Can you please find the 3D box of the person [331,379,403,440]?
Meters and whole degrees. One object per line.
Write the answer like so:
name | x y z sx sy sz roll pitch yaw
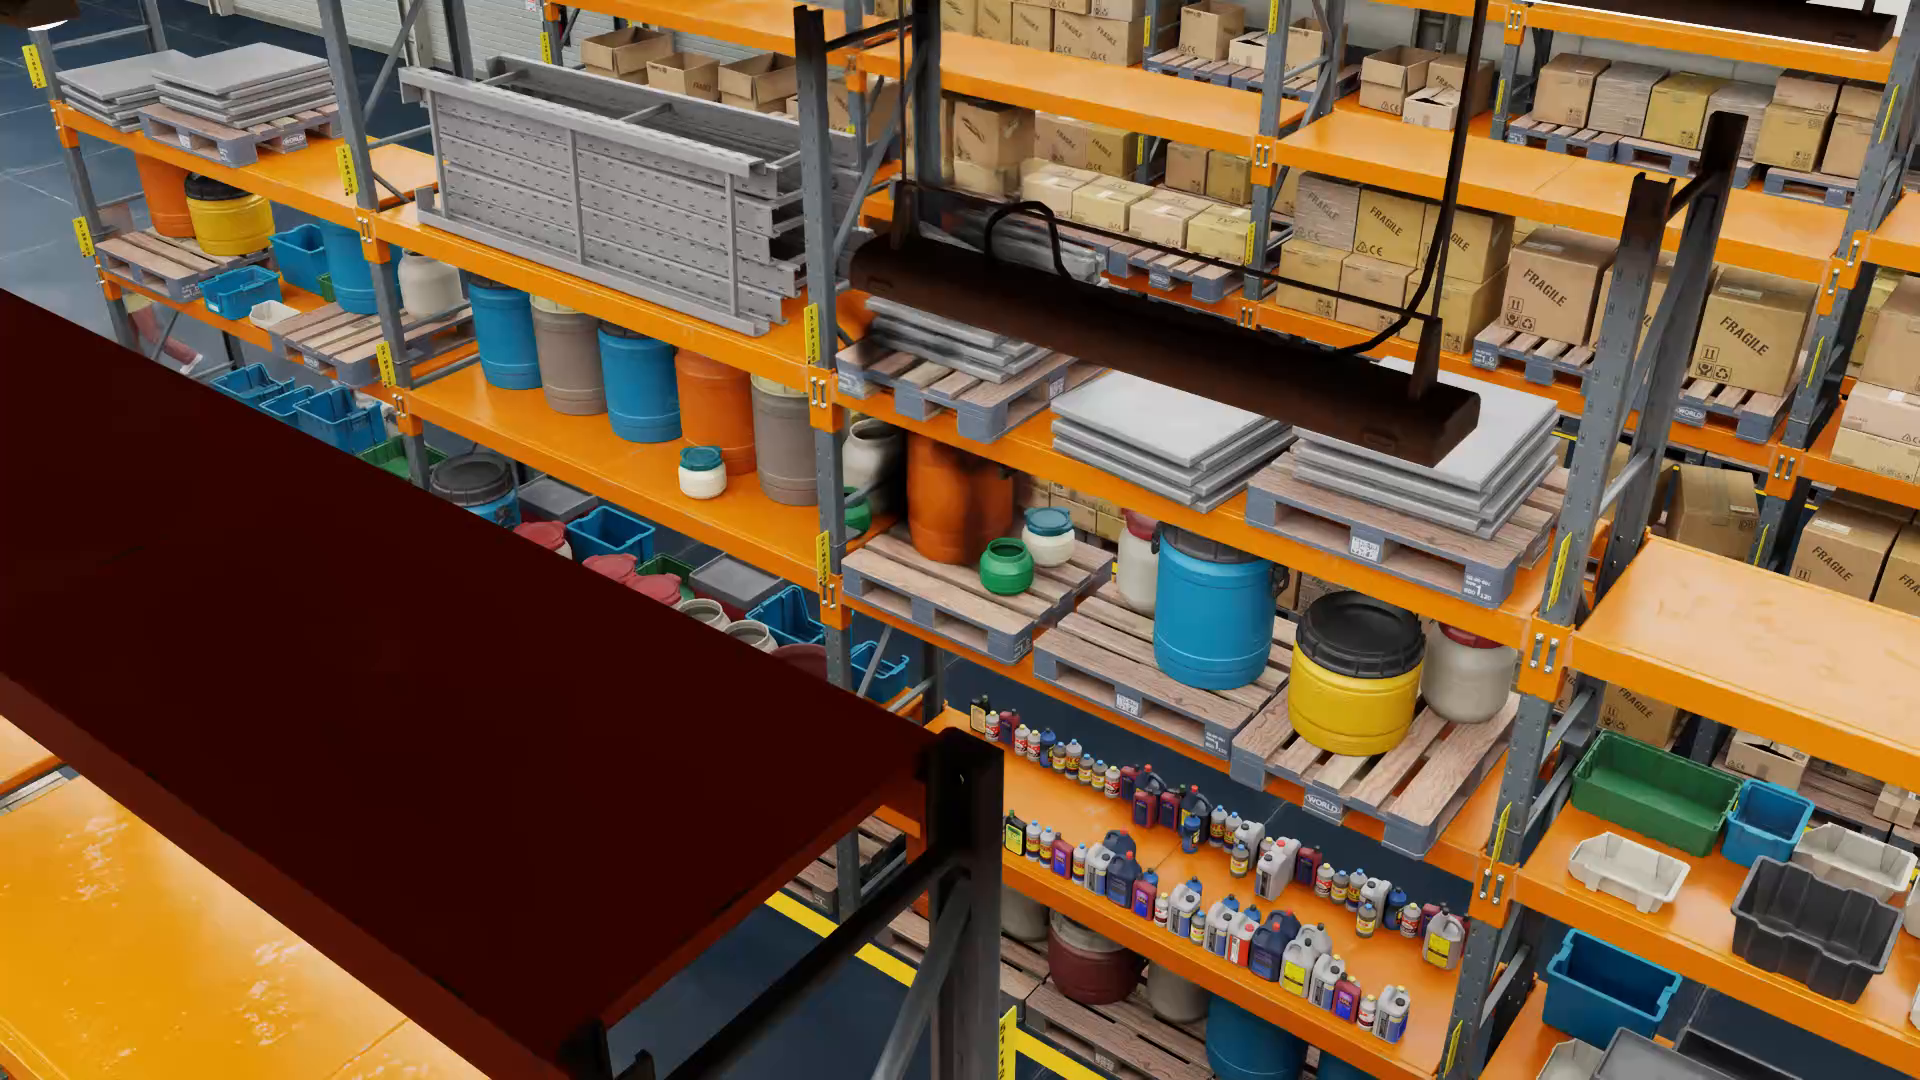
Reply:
person | -5.560 -1.318 15.768 0.654 1.760 0.675 19 36 28

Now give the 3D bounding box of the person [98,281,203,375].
person | -8.706 -2.463 17.656 0.957 1.666 0.569 -13 34 -20
